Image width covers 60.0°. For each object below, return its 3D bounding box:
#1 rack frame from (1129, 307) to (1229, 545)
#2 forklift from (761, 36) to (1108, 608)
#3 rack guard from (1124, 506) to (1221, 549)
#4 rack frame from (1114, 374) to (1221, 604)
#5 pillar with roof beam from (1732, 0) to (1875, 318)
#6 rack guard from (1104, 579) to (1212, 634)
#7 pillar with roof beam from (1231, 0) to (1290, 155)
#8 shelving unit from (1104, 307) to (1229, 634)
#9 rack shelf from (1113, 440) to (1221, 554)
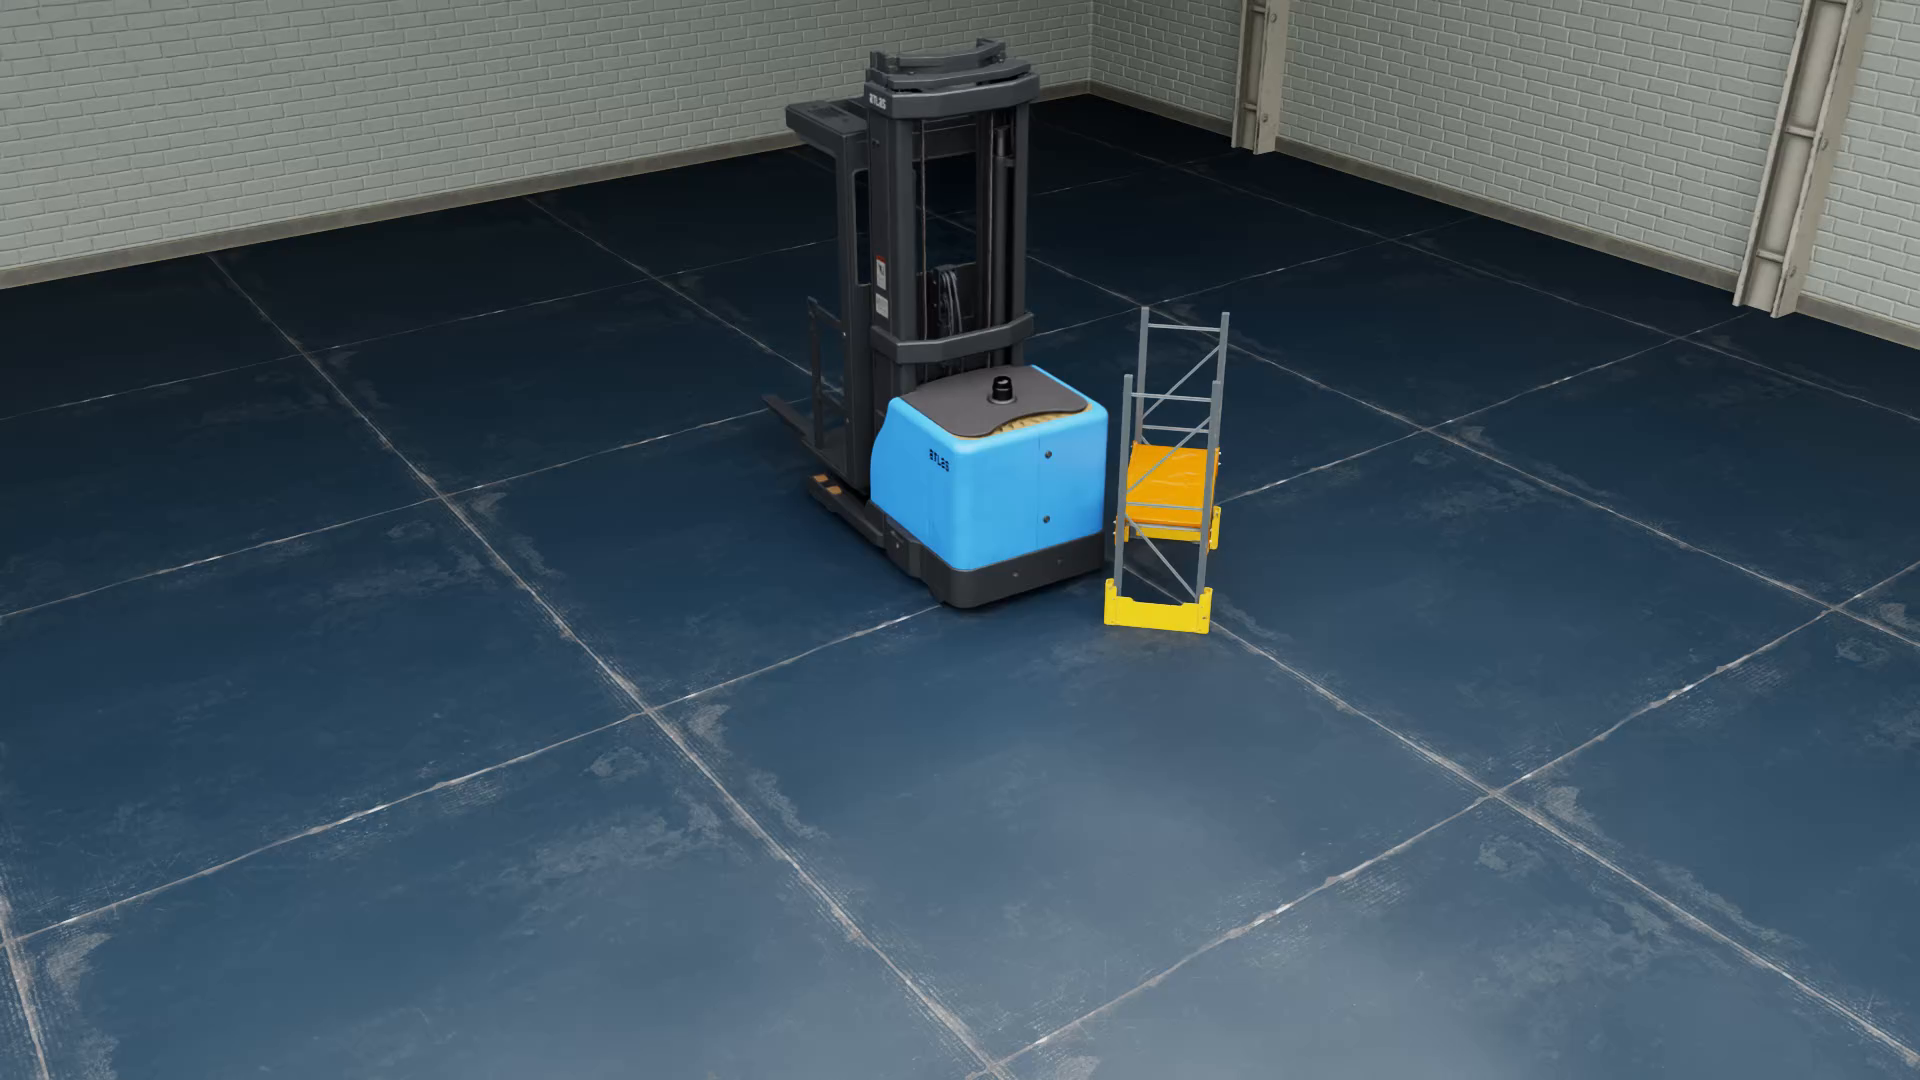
[{"bbox_3d":[1.291,-0.656,9.886,0.500,1.500,0.032,5,29,9],"label":"rack frame"},{"bbox_3d":[-0.332,-1.569,10.068,1.130,2.935,3.031,-16,32,-27],"label":"forklift"},{"bbox_3d":[1.288,-0.097,10.168,0.587,0.250,0.087,5,29,9],"label":"rack guard"},{"bbox_3d":[1.105,-0.179,9.008,0.500,1.500,0.032,5,29,9],"label":"rack frame"},{"bbox_3d":[3.170,-4.694,9.463,9.100,9.000,0.400,-19,34,-31],"label":"pillar with roof beam"},{"bbox_3d":[1.106,0.370,9.307,0.587,0.250,0.087,5,29,9],"label":"rack guard"},{"bbox_3d":[-0.311,-7.026,13.758,9.100,9.000,0.400,-19,34,-31],"label":"pillar with roof beam"},{"bbox_3d":[1.197,-0.413,9.439,0.587,1.500,1.083,5,29,9],"label":"shelving unit"},{"bbox_3d":[1.198,-0.259,9.533,0.538,0.185,1.000,5,29,9],"label":"rack shelf"}]
